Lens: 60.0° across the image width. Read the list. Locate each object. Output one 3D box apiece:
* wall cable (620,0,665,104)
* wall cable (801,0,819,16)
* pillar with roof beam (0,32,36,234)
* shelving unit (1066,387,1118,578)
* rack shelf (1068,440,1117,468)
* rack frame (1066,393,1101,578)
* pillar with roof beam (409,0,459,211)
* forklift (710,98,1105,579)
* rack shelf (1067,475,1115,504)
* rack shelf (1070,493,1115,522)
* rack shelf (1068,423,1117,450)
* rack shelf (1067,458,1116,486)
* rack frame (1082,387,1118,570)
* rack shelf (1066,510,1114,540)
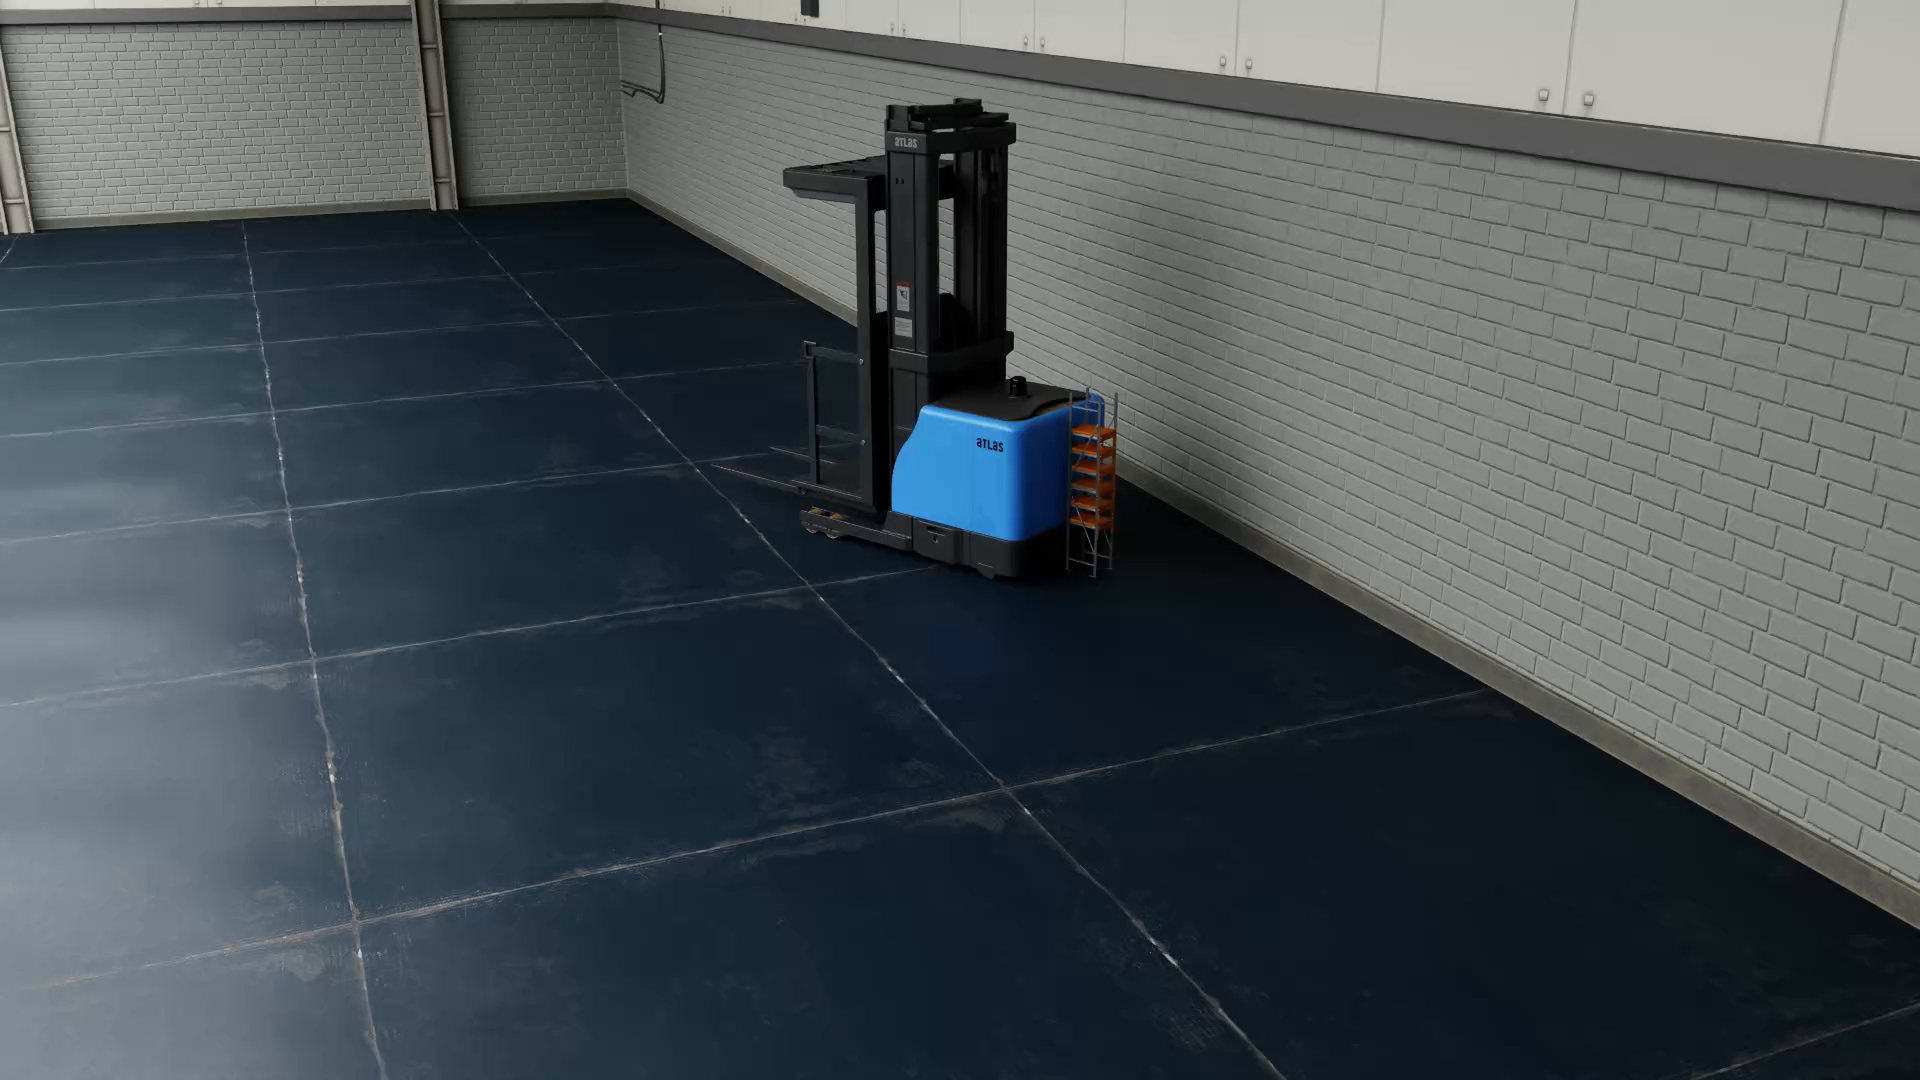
[{"bbox_3d":[-4.997,-8.055,25.526,0.112,2.526,3.097,-8,21,-22],"label":"wall cable"},{"bbox_3d":[-1.251,-8.227,16.217,0.169,6.003,2.305,-8,21,-22],"label":"wall cable"},{"bbox_3d":[-12.029,-7.434,19.084,0.400,9.000,9.100,-8,21,-22],"label":"pillar with roof beam"},{"bbox_3d":[0.849,-0.368,10.761,0.258,1.200,0.189,15,24,36],"label":"shelving unit"},{"bbox_3d":[0.849,-0.553,10.696,0.258,0.103,0.180,15,24,36],"label":"rack shelf"},{"bbox_3d":[0.792,-0.344,10.694,0.240,1.200,0.006,15,24,36],"label":"rack frame"},{"bbox_3d":[-6.520,-8.223,21.326,0.400,9.000,9.100,-8,21,-22],"label":"pillar with roof beam"},{"bbox_3d":[-0.489,-1.513,11.407,3.031,2.935,1.130,15,24,36],"label":"forklift"},{"bbox_3d":[0.849,-0.326,10.776,0.258,0.103,0.180,15,24,36],"label":"rack shelf"},{"bbox_3d":[0.849,-0.213,10.816,0.258,0.103,0.180,15,24,36],"label":"rack shelf"},{"bbox_3d":[0.849,-0.666,10.656,0.258,0.103,0.180,15,24,36],"label":"rack shelf"},{"bbox_3d":[0.849,-0.439,10.736,0.258,0.103,0.180,15,24,36],"label":"rack shelf"},{"bbox_3d":[0.907,-0.392,10.828,0.240,1.200,0.006,15,24,36],"label":"rack frame"},{"bbox_3d":[0.849,-0.100,10.855,0.258,0.103,0.180,15,24,36],"label":"rack shelf"}]
